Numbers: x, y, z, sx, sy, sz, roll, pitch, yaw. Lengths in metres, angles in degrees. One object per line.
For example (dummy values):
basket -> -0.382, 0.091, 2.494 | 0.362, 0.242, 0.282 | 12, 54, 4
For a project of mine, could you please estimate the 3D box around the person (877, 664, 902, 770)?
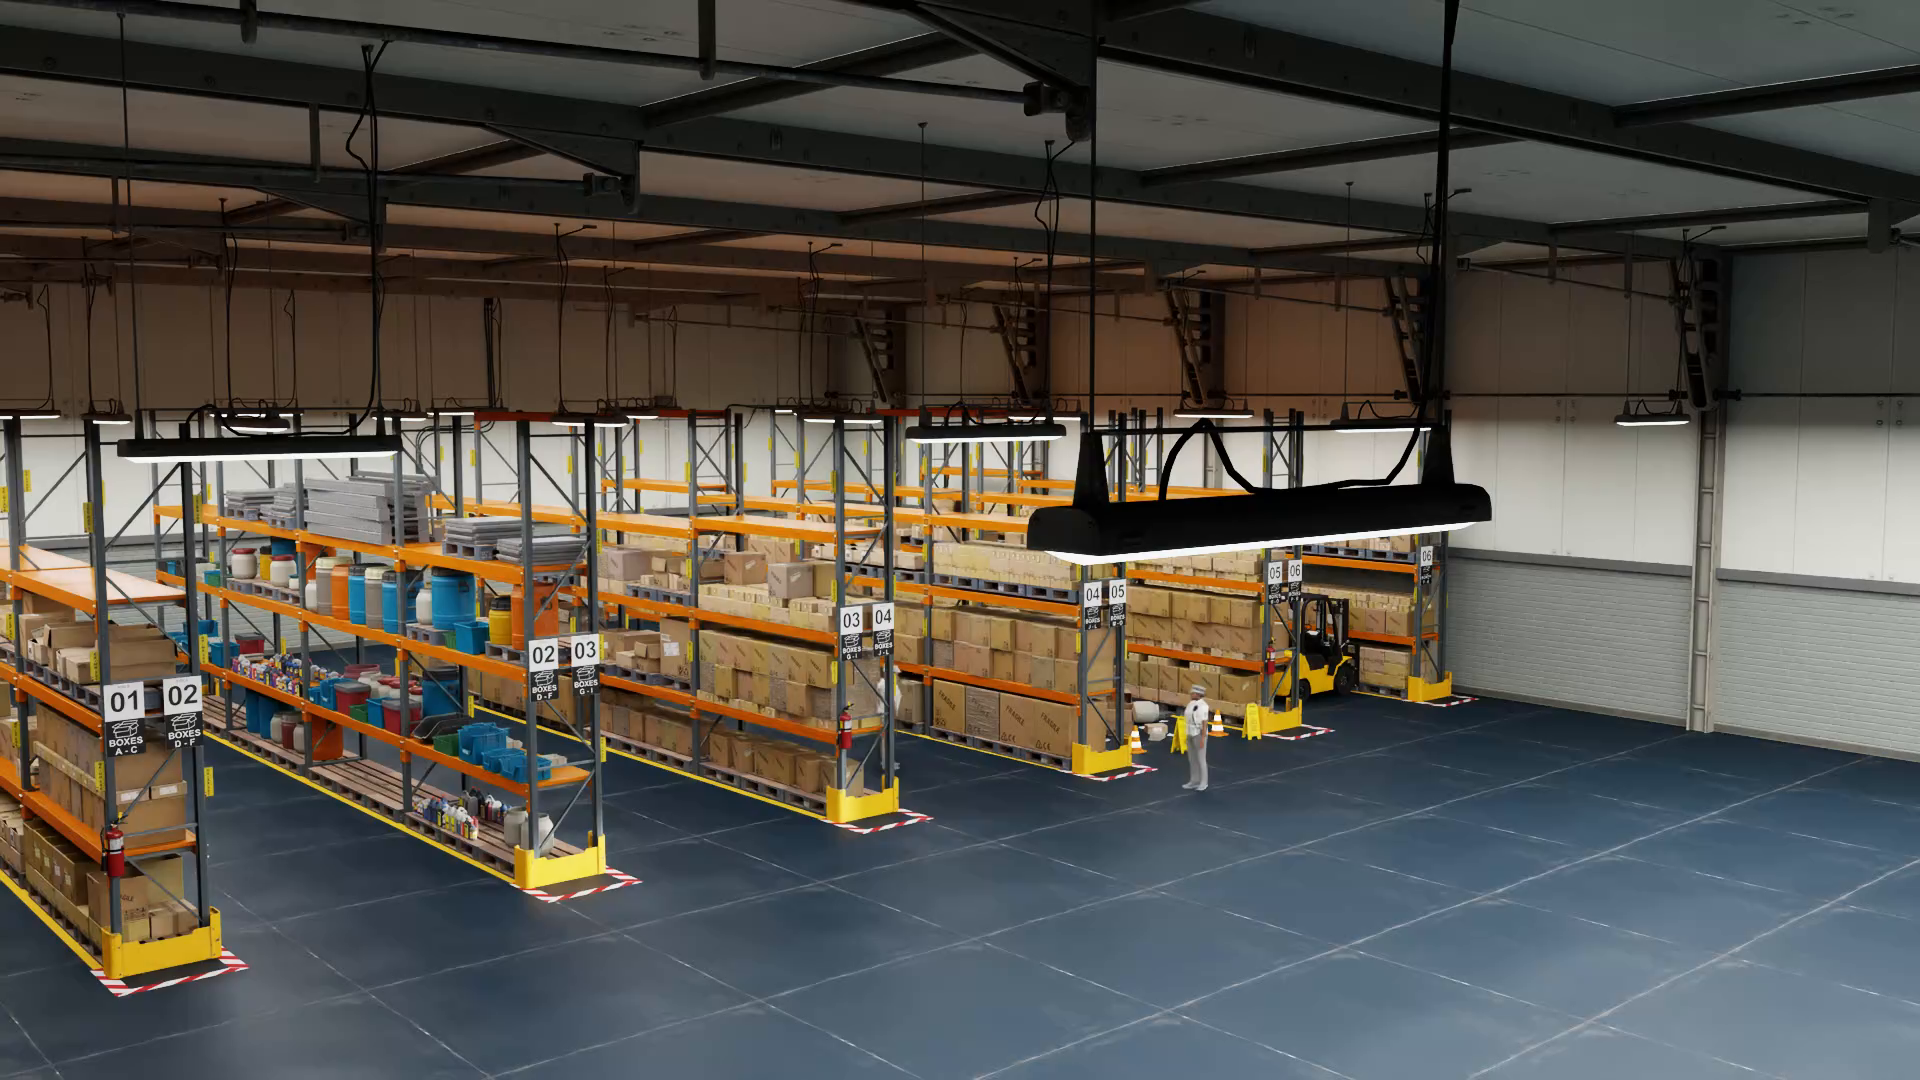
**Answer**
person -> -1.176, 2.980, 28.091 | 0.418, 1.779, 0.600 | -2, 5, -22

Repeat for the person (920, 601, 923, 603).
person -> -0.810, 2.167, 35.043 | 0.617, 1.814, 0.519 | 4, 7, 41

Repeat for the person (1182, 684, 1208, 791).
person -> 3.793, 3.156, 26.644 | 0.371, 1.703, 0.502 | -3, 6, -33
